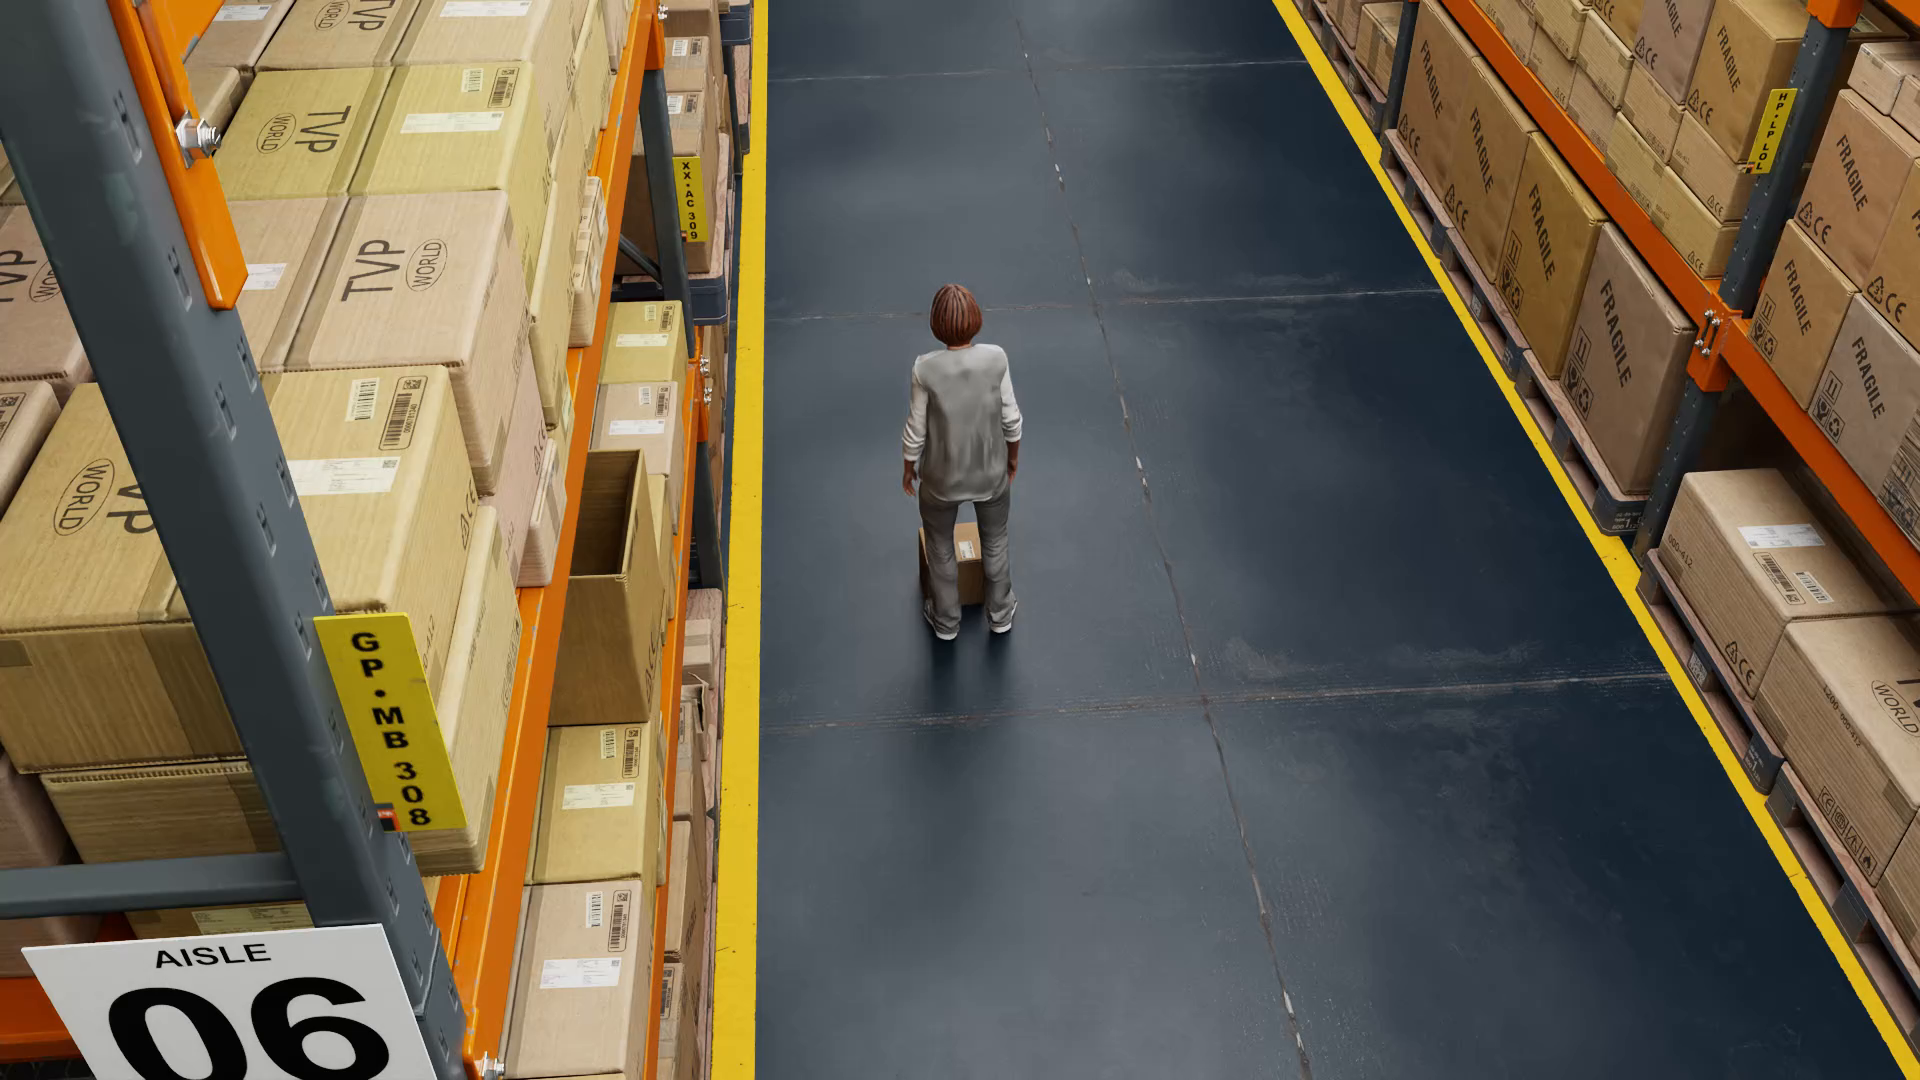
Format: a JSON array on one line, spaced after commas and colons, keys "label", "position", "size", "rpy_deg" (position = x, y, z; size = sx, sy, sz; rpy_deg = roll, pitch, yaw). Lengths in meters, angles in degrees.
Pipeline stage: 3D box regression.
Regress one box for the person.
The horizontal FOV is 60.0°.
[{"label": "person", "position": [0.014, -0.257, 6.482], "size": [0.483, 1.582, 0.341], "rpy_deg": [-7, 40, -8]}]
